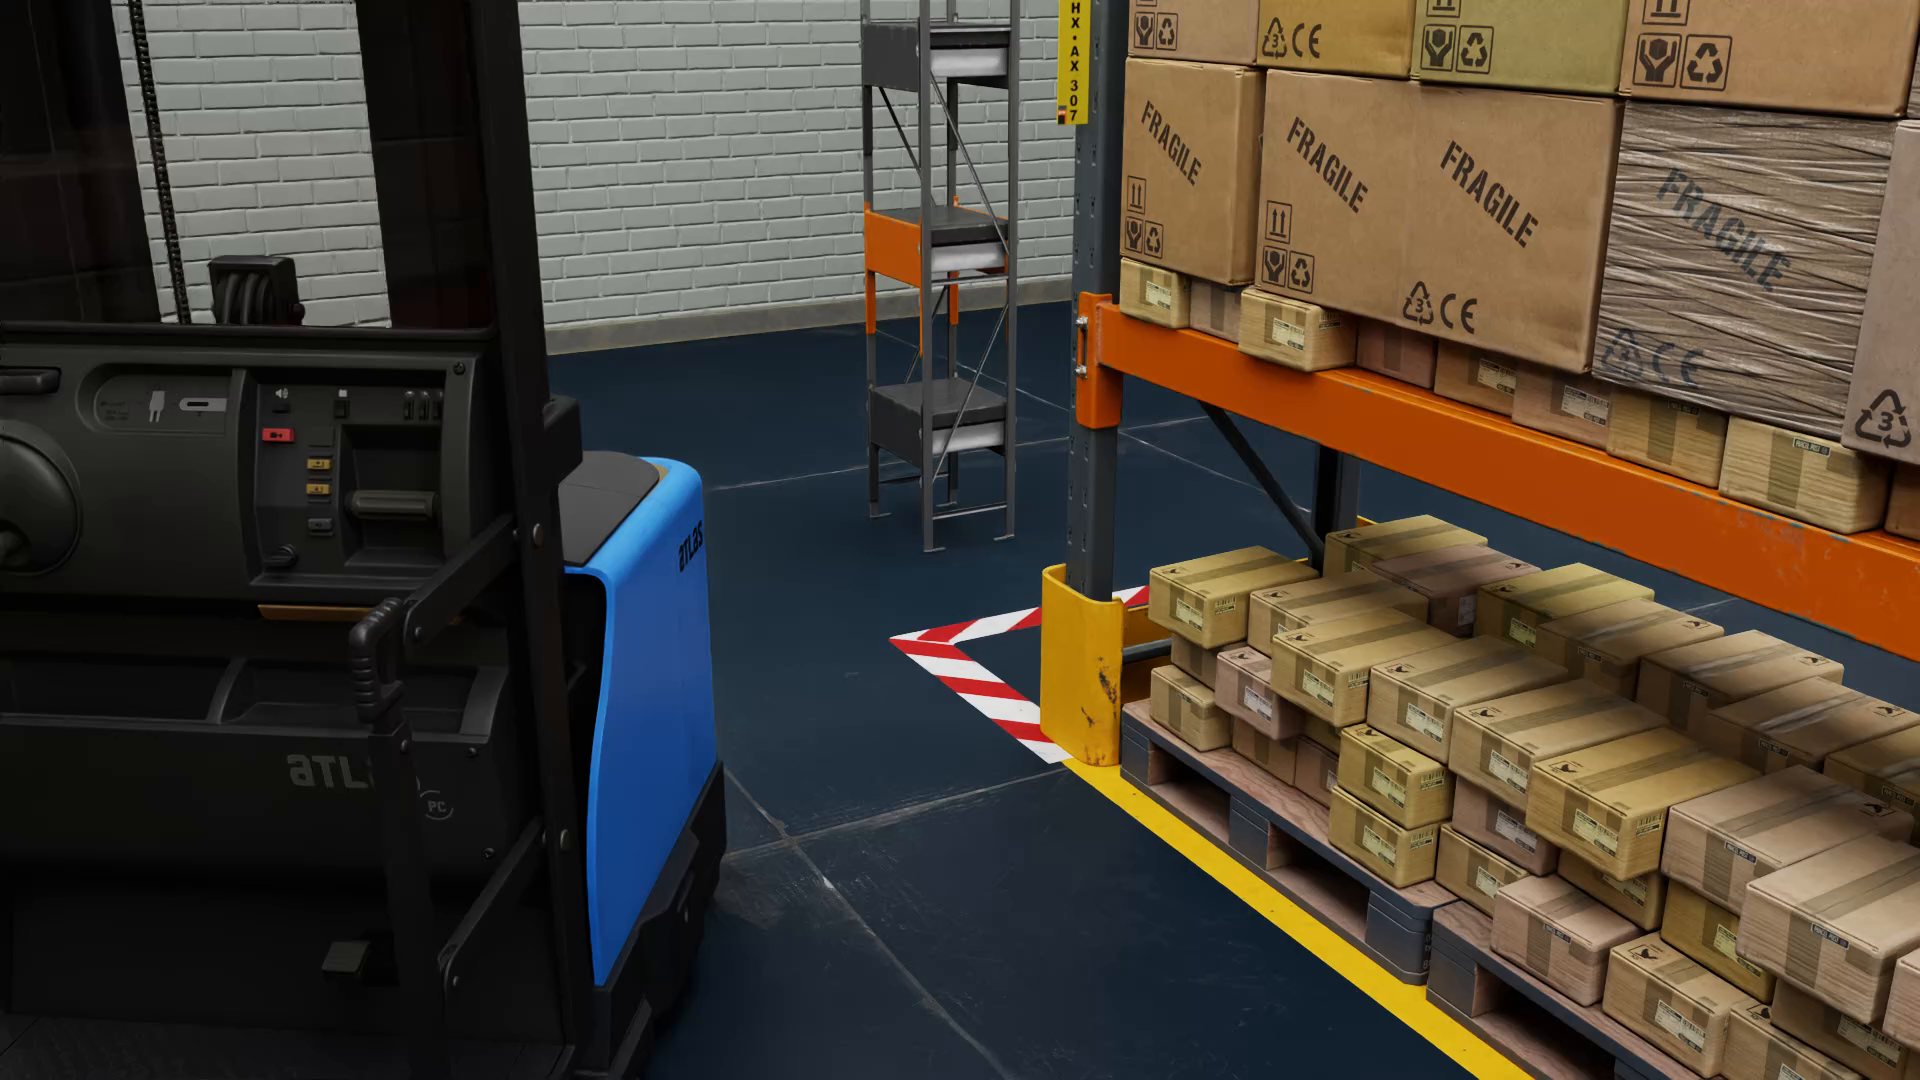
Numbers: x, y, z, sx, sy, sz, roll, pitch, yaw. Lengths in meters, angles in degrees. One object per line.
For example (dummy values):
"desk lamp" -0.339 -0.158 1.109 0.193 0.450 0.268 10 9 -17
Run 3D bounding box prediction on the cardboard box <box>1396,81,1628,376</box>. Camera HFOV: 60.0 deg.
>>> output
"cardboard box" 1.244 -0.647 3.298 0.500 0.500 0.500 -10 21 -26

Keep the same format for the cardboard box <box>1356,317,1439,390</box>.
"cardboard box" 1.123 -0.455 3.736 0.380 0.149 0.250 -9 21 -24

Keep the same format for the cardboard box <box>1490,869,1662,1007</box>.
"cardboard box" 1.335 0.793 3.462 0.380 0.149 0.250 -11 22 -29

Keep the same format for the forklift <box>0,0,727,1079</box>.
"forklift" -1.235 -0.102 2.433 1.130 2.935 3.031 2 19 5

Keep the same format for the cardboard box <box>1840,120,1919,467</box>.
"cardboard box" 1.717 -0.350 2.437 0.500 0.500 0.500 -10 21 -27

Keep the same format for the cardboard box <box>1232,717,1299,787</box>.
"cardboard box" 0.939 0.489 4.343 0.380 0.149 0.250 -10 21 -27

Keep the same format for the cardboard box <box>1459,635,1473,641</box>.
"cardboard box" 1.355 0.276 4.503 0.380 0.149 0.250 -11 22 -28

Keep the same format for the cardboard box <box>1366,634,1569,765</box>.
"cardboard box" 1.160 0.359 3.807 0.380 0.149 0.250 -11 22 -29

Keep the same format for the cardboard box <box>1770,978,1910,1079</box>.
"cardboard box" 1.683 0.805 2.969 0.380 0.149 0.250 -11 22 -29

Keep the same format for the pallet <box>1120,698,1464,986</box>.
"pallet" 1.167 0.656 4.407 1.003 0.211 1.213 -10 21 -27

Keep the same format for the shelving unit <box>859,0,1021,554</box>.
"shelving unit" -0.079 -1.040 6.427 0.431 2.100 0.503 -10 21 -27

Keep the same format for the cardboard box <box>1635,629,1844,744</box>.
"cardboard box" 1.798 0.346 3.845 0.380 0.149 0.250 -9 21 -25

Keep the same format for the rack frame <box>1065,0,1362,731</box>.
"rack frame" 0.776 -0.923 4.707 1.000 3.000 0.127 -10 21 -27

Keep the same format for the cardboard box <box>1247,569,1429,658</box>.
"cardboard box" 0.963 0.209 4.243 0.380 0.149 0.250 -10 21 -26

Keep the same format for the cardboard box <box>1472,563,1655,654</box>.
"cardboard box" 1.554 0.193 4.287 0.380 0.149 0.250 -11 22 -28

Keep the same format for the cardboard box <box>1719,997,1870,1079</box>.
"cardboard box" 1.633 0.932 3.058 0.380 0.149 0.250 -10 21 -26

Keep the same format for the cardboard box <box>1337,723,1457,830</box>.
"cardboard box" 1.100 0.510 3.825 0.380 0.149 0.250 -9 21 -25

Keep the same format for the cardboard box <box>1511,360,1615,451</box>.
"cardboard box" 1.323 -0.298 3.282 0.380 0.149 0.250 -10 22 -28

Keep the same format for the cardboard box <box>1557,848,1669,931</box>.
"cardboard box" 1.475 0.643 3.440 0.380 0.149 0.250 -9 21 -24

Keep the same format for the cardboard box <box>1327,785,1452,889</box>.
"cardboard box" 1.088 0.649 3.878 0.380 0.149 0.250 -10 21 -26

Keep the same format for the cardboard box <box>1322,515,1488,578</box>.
"cardboard box" 1.250 0.058 4.680 0.380 0.149 0.250 -10 21 -26

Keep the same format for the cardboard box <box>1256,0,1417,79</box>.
"cardboard box" 1.001 -1.270 3.570 0.500 0.500 0.500 -9 21 -25

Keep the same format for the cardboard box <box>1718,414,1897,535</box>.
"cardboard box" 1.528 -0.139 2.822 0.380 0.149 0.250 -10 21 -26

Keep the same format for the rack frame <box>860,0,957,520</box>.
"rack frame" -0.194 -1.110 6.630 0.400 2.100 0.015 -10 21 -27

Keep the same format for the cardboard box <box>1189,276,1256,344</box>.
"cardboard box" 0.799 -0.594 4.138 0.380 0.149 0.250 -9 21 -25

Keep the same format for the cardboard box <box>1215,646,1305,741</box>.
"cardboard box" 0.879 0.363 4.251 0.380 0.149 0.250 -10 21 -27

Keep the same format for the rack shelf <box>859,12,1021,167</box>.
"rack shelf" -0.079 -1.689 6.203 0.431 0.518 0.480 -10 21 -27

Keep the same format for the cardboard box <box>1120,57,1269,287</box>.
"cardboard box" 0.746 -0.939 4.145 0.500 0.500 0.500 -9 21 -24

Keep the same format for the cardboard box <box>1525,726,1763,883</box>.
"cardboard box" 1.368 0.523 3.332 0.380 0.149 0.250 -10 21 -26

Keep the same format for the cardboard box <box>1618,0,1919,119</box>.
"cardboard box" 1.473 -0.971 2.705 0.500 0.500 0.500 -11 22 -28

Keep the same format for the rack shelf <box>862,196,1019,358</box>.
"rack shelf" -0.079 -1.027 6.431 0.431 0.518 0.480 -10 21 -27

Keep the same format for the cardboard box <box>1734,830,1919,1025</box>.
"cardboard box" 1.593 0.668 2.910 0.380 0.149 0.250 -11 22 -29

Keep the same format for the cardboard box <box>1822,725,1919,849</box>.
"cardboard box" 1.975 0.510 3.370 0.380 0.149 0.250 -10 21 -26

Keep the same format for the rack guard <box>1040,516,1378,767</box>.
"rack guard" 0.812 0.281 5.052 1.175 0.500 0.348 -10 21 -27
